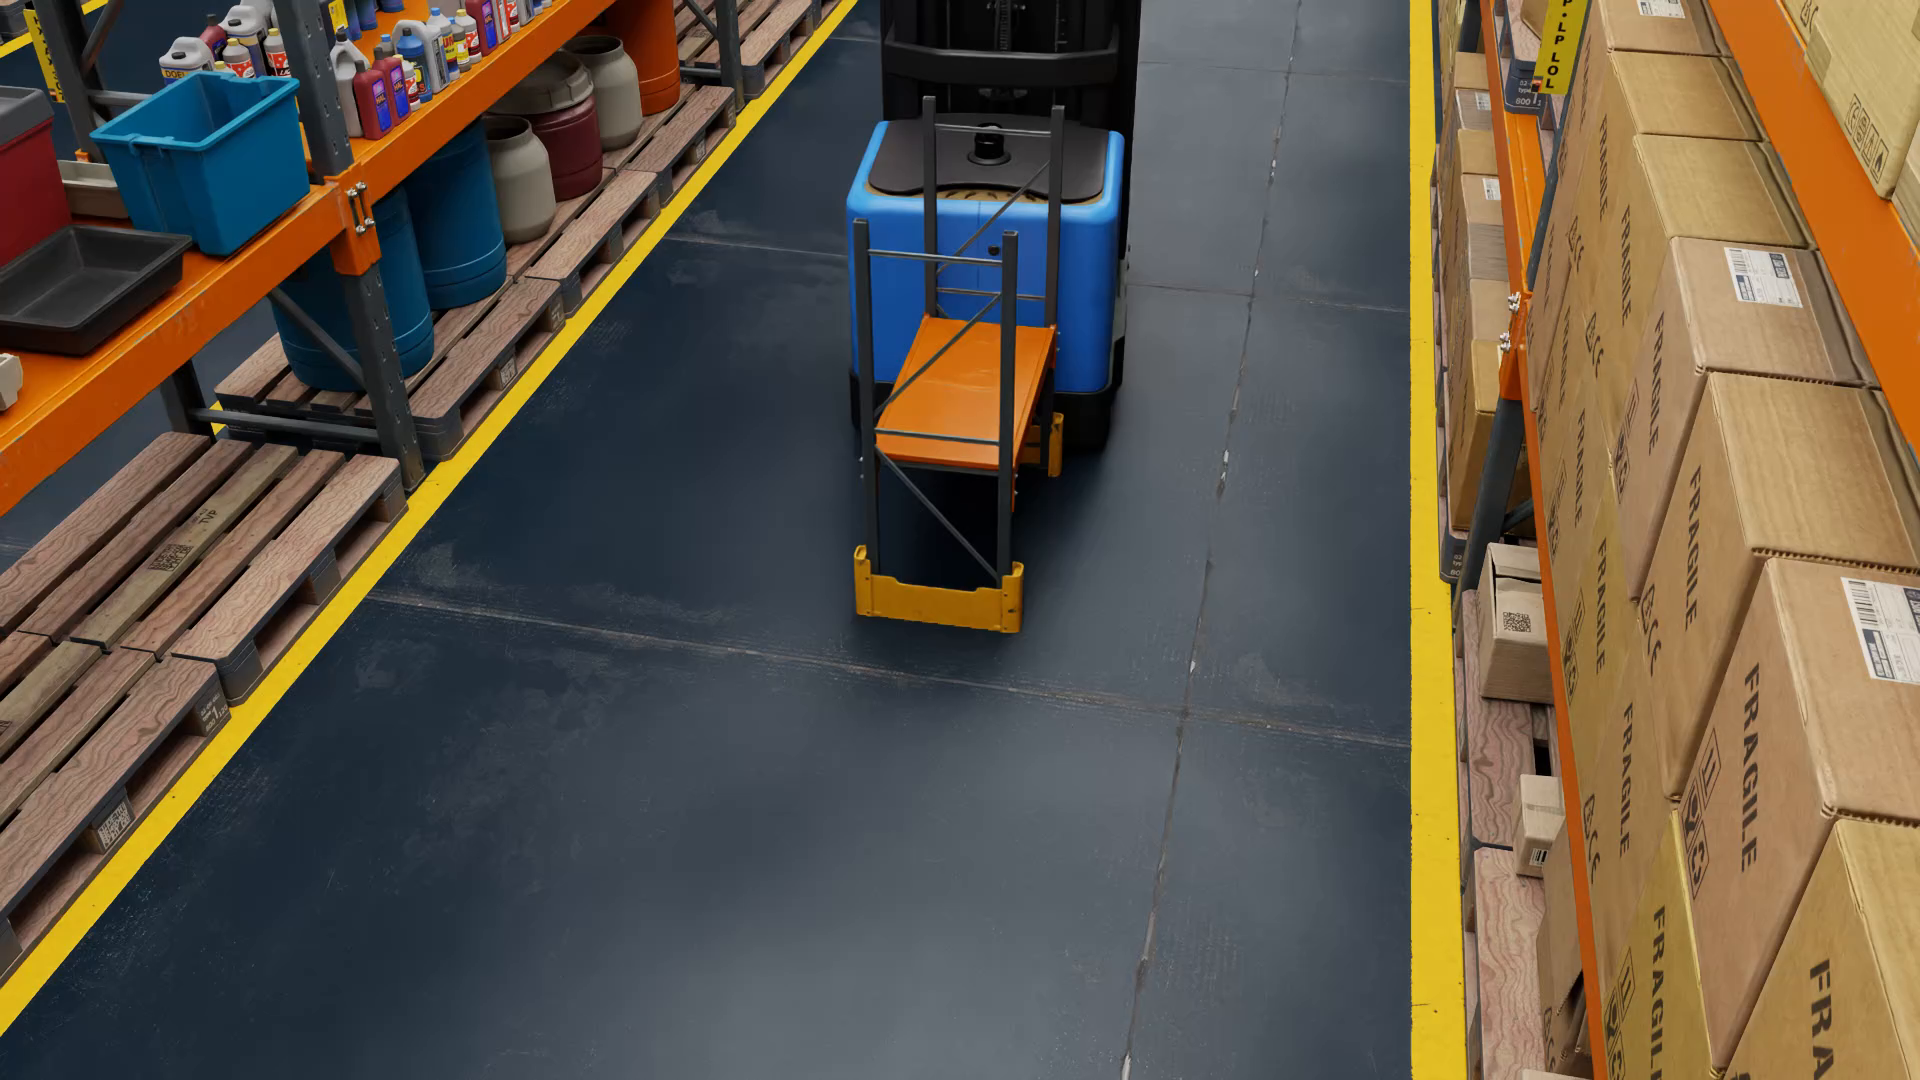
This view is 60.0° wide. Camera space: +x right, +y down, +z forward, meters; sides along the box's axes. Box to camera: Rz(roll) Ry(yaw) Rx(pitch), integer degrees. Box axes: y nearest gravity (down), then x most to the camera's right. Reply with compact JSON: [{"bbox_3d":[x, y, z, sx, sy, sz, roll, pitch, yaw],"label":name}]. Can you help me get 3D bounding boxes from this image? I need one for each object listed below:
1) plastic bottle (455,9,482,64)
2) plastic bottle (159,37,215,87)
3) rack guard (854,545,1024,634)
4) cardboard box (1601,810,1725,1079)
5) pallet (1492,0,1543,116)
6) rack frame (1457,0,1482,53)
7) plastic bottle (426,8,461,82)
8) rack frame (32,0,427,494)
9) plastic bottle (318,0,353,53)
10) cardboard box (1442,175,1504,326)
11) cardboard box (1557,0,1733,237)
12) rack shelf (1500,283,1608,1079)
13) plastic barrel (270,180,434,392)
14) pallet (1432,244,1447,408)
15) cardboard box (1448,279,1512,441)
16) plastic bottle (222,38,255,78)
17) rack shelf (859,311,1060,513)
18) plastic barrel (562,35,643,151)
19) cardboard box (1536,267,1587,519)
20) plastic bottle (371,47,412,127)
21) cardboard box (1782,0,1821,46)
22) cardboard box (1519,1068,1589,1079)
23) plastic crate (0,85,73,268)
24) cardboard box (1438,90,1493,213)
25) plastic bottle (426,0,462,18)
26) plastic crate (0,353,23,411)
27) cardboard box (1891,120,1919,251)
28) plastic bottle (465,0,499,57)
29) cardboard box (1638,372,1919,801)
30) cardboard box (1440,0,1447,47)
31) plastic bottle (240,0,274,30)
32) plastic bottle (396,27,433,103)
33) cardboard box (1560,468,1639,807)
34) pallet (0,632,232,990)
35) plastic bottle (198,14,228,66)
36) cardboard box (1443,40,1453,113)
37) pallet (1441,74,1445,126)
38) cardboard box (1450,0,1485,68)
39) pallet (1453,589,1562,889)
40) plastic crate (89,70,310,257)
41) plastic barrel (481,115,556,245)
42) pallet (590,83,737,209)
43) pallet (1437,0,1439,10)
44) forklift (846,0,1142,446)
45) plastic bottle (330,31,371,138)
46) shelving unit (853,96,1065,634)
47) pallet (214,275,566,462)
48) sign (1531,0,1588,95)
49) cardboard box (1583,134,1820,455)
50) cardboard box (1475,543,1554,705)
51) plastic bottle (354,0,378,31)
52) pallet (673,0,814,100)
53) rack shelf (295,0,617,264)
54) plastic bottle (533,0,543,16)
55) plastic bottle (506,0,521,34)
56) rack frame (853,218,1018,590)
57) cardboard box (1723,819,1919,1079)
[{"bbox_3d":[-1.975,-2.014,6.642,0.097,0.201,0.097,0,36,0],"label":"plastic bottle"},{"bbox_3d":[-2.849,-1.708,6.157,0.152,0.276,0.135,7,37,10],"label":"plastic bottle"},{"bbox_3d":[-0.075,0.172,5.800,0.587,0.250,0.087,6,36,9],"label":"rack guard"},{"bbox_3d":[1.304,0.795,2.512,0.500,0.500,0.500,8,37,10],"label":"cardboard box"},{"bbox_3d":[2.665,-1.969,6.574,1.003,0.211,1.213,7,37,10],"label":"pallet"},{"bbox_3d":[3.076,-3.162,8.057,1.000,3.000,0.127,7,37,10],"label":"rack frame"},{"bbox_3d":[-2.016,-1.931,6.467,0.097,0.271,0.097,0,36,0],"label":"plastic bottle"},{"bbox_3d":[-2.617,-1.492,5.753,1.000,3.000,0.127,7,37,10],"label":"rack frame"},{"bbox_3d":[-2.560,-2.128,6.672,0.144,0.351,0.185,7,37,10],"label":"plastic bottle"},{"bbox_3d":[2.374,-1.216,7.126,0.500,0.500,0.500,6,36,8],"label":"cardboard box"},{"bbox_3d":[1.846,-1.080,4.246,0.500,0.500,0.500,8,37,11],"label":"cardboard box"},{"bbox_3d":[1.794,0.569,3.522,1.077,0.370,4.000,7,37,10],"label":"rack shelf"},{"bbox_3d":[-2.484,-1.122,6.673,0.600,0.901,0.708,7,37,10],"label":"plastic barrel"},{"bbox_3d":[2.617,-0.913,7.329,1.003,0.211,1.213,7,37,10],"label":"pallet"},{"bbox_3d":[2.161,-0.636,6.327,0.500,0.500,0.500,7,37,10],"label":"cardboard box"},{"bbox_3d":[-2.763,-1.817,6.370,0.097,0.201,0.097,0,36,0],"label":"plastic bottle"},{"bbox_3d":[0.020,-0.481,5.942,0.538,0.185,1.000,6,36,9],"label":"rack shelf"},{"bbox_3d":[-1.884,-2.331,8.672,0.421,0.512,0.421,0,36,0],"label":"plastic barrel"},{"bbox_3d":[1.740,-0.358,4.102,0.500,0.500,0.500,8,37,11],"label":"cardboard box"},{"bbox_3d":[-2.093,-1.678,6.109,0.061,0.283,0.133,7,37,10],"label":"plastic bottle"},{"bbox_3d":[1.553,-0.916,2.529,0.500,0.250,0.500,7,37,10],"label":"cardboard box"},{"bbox_3d":[1.475,1.476,3.626,0.500,0.250,0.500,7,37,10],"label":"cardboard box"},{"bbox_3d":[-3.053,-1.062,5.054,0.402,0.464,0.583,7,37,10],"label":"plastic crate"},{"bbox_3d":[2.593,-1.802,7.936,0.500,0.500,0.500,6,36,8],"label":"cardboard box"},{"bbox_3d":[-2.097,-2.209,6.848,0.152,0.276,0.135,7,37,10],"label":"plastic bottle"},{"bbox_3d":[-2.695,-0.374,4.383,0.293,0.136,0.466,7,37,10],"label":"plastic crate"},{"bbox_3d":[1.337,-0.343,1.738,0.500,0.250,0.500,7,37,10],"label":"cardboard box"},{"bbox_3d":[-1.932,-2.111,6.706,0.061,0.283,0.133,7,37,10],"label":"plastic bottle"},{"bbox_3d":[1.407,0.102,2.617,0.500,0.500,0.500,8,37,11],"label":"cardboard box"},{"bbox_3d":[3.167,-3.135,10.005,0.500,0.250,0.500,8,37,11],"label":"cardboard box"},{"bbox_3d":[-2.740,-2.040,6.551,0.144,0.351,0.185,7,37,10],"label":"plastic bottle"},{"bbox_3d":[-2.066,-1.798,6.284,0.097,0.271,0.097,0,36,0],"label":"plastic bottle"},{"bbox_3d":[1.524,0.221,3.304,0.500,0.500,0.500,7,36,9],"label":"cardboard box"},{"bbox_3d":[-2.995,0.765,5.015,1.003,0.211,1.213,7,37,10],"label":"pallet"},{"bbox_3d":[-2.844,-1.850,6.346,0.061,0.283,0.133,7,37,10],"label":"plastic bottle"},{"bbox_3d":[2.950,-2.551,9.199,0.500,0.250,0.500,8,37,11],"label":"cardboard box"},{"bbox_3d":[3.290,-2.500,9.520,1.003,0.211,1.213,7,37,10],"label":"pallet"},{"bbox_3d":[2.947,-2.777,9.033,0.500,0.311,0.500,8,37,11],"label":"cardboard box"},{"bbox_3d":[2.074,0.654,5.169,1.003,0.211,1.213,7,37,10],"label":"pallet"},{"bbox_3d":[-2.383,-1.200,5.312,0.392,0.384,0.575,7,37,10],"label":"plastic crate"},{"bbox_3d":[-2.125,-1.683,7.778,0.421,0.512,0.421,0,36,0],"label":"plastic barrel"},{"bbox_3d":[-1.890,-2.199,9.104,1.003,0.211,1.213,7,37,10],"label":"pallet"},{"bbox_3d":[3.811,-3.899,11.450,1.003,0.211,1.213,7,37,10],"label":"pallet"},{"bbox_3d":[0.238,-2.415,7.085,1.130,2.935,3.031,4,36,5],"label":"forklift"},{"bbox_3d":[-2.216,-1.657,6.022,0.144,0.351,0.185,7,37,10],"label":"plastic bottle"},{"bbox_3d":[0.019,-0.621,5.829,0.587,1.500,1.083,6,36,9],"label":"shelving unit"},{"bbox_3d":[-2.411,-0.800,7.174,1.003,0.211,1.213,7,37,10],"label":"pallet"},{"bbox_3d":[1.678,-1.405,4.647,0.100,0.325,0.005,7,37,10],"label":"sign"},{"bbox_3d":[1.626,-0.489,3.432,0.500,0.500,0.500,6,36,9],"label":"cardboard box"},{"bbox_3d":[1.920,0.255,5.259,0.500,0.311,0.500,7,37,10],"label":"cardboard box"},{"bbox_3d":[-2.508,-2.277,6.946,0.097,0.271,0.097,0,36,0],"label":"plastic bottle"},{"bbox_3d":[-1.559,-3.096,10.341,1.003,0.211,1.213,7,37,10],"label":"pallet"},{"bbox_3d":[-2.190,-2.348,7.546,1.077,0.370,4.000,7,37,10],"label":"rack shelf"},{"bbox_3d":[-1.847,-2.385,7.094,0.097,0.271,0.097,0,36,0],"label":"plastic bottle"},{"bbox_3d":[-1.897,-2.223,6.931,0.097,0.201,0.097,0,36,0],"label":"plastic bottle"},{"bbox_3d":[-0.075,-0.333,5.432,0.500,1.500,0.032,6,36,9],"label":"rack frame"},{"bbox_3d":[1.193,0.689,1.806,0.500,0.500,0.500,7,37,10],"label":"cardboard box"}]
